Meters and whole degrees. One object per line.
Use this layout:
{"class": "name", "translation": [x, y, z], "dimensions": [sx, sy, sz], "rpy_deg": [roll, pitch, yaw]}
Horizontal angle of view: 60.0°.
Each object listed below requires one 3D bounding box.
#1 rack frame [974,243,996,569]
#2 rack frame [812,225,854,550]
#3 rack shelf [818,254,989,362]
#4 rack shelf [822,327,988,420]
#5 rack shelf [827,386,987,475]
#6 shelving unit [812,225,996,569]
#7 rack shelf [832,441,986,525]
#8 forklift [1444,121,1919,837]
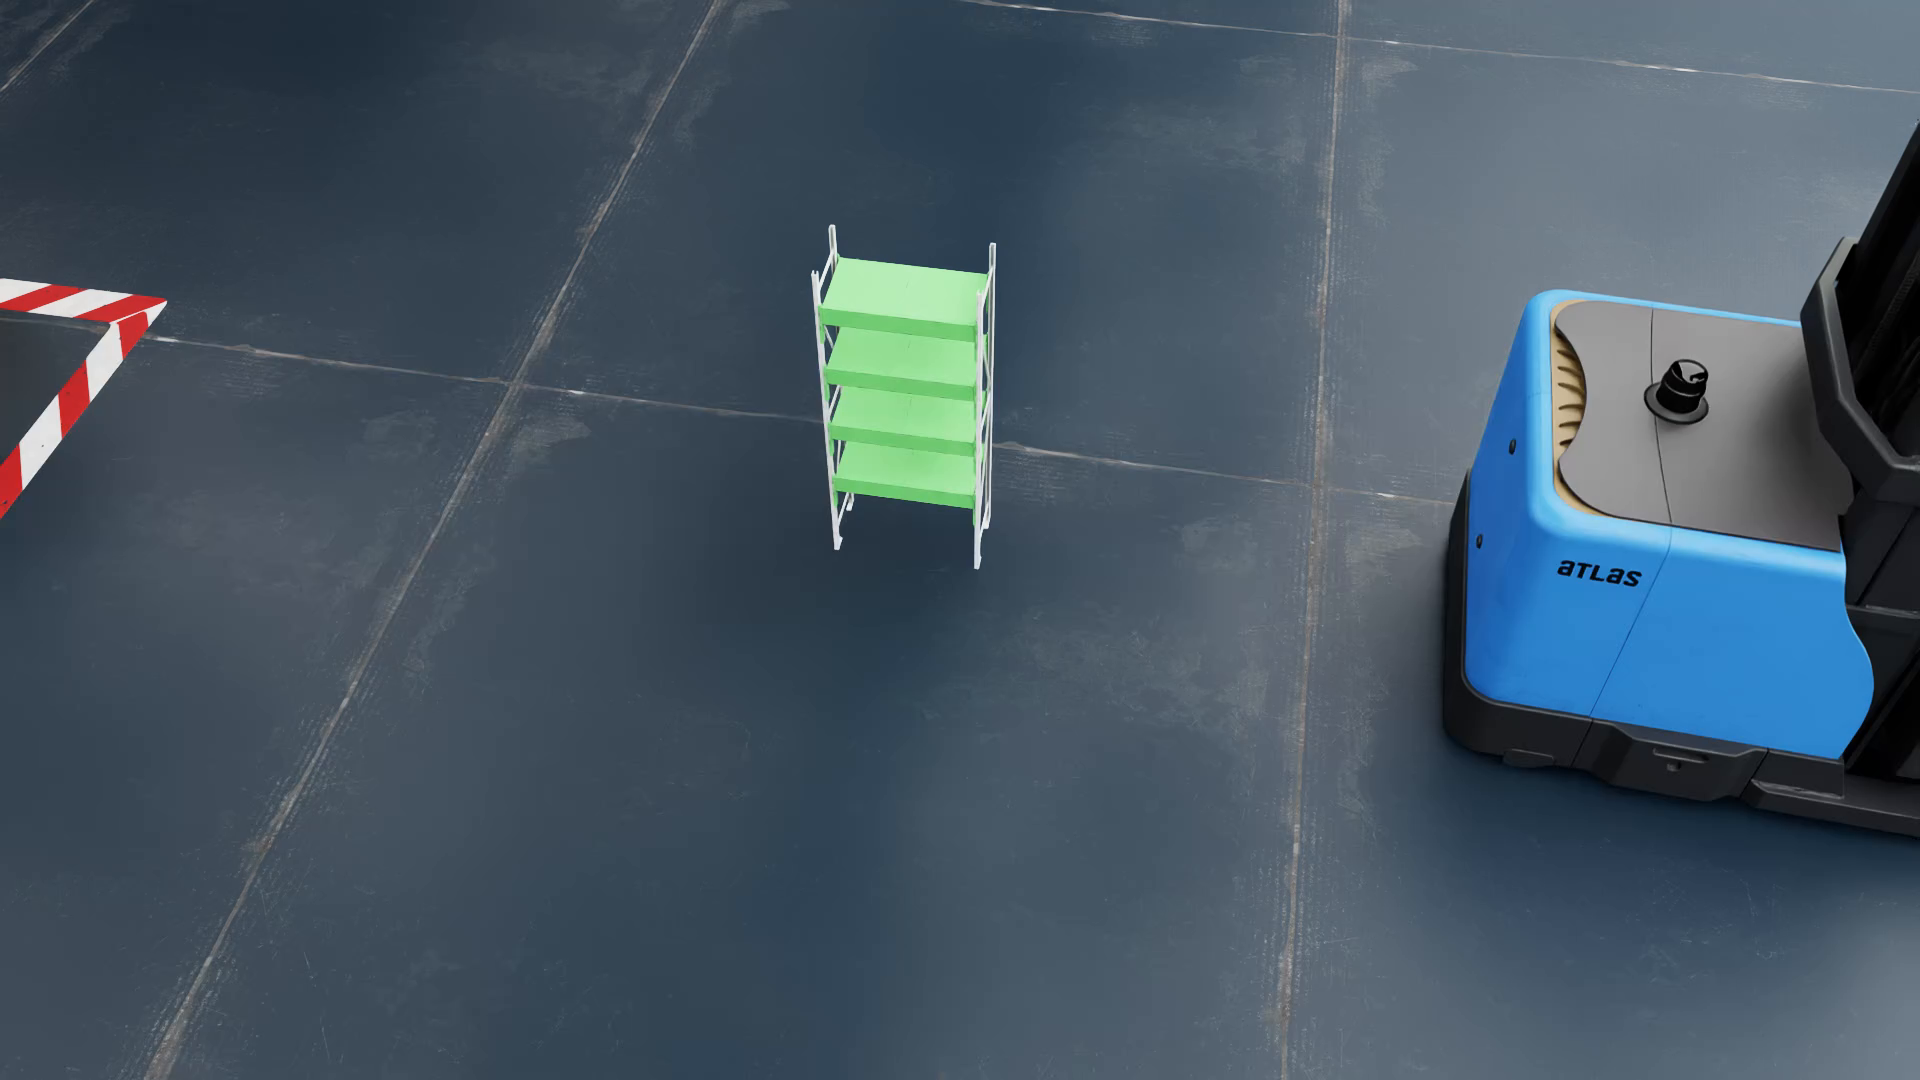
{"class": "rack frame", "translation": [0.077, -0.391, 5.294], "dimensions": [0.015, 1.200, 0.240], "rpy_deg": [8, 49, 7]}
{"class": "rack frame", "translation": [-0.403, -0.455, 5.352], "dimensions": [0.015, 1.200, 0.240], "rpy_deg": [8, 49, 7]}
{"class": "rack shelf", "translation": [-0.163, -0.701, 5.014], "dimensions": [0.480, 0.148, 0.258], "rpy_deg": [8, 49, 7]}
{"class": "rack shelf", "translation": [-0.163, -0.541, 5.192], "dimensions": [0.480, 0.148, 0.258], "rpy_deg": [8, 49, 7]}
{"class": "rack shelf", "translation": [-0.163, -0.380, 5.371], "dimensions": [0.480, 0.148, 0.258], "rpy_deg": [8, 49, 7]}
{"class": "shelving unit", "translation": [-0.163, -0.423, 5.323], "dimensions": [0.503, 1.200, 0.258], "rpy_deg": [8, 49, 7]}
{"class": "rack shelf", "translation": [-0.163, -0.220, 5.549], "dimensions": [0.480, 0.148, 0.258], "rpy_deg": [8, 49, 7]}
{"class": "forklift", "translation": [3.071, -0.439, 4.174], "dimensions": [3.031, 2.935, 1.130], "rpy_deg": [9, 49, 8]}
